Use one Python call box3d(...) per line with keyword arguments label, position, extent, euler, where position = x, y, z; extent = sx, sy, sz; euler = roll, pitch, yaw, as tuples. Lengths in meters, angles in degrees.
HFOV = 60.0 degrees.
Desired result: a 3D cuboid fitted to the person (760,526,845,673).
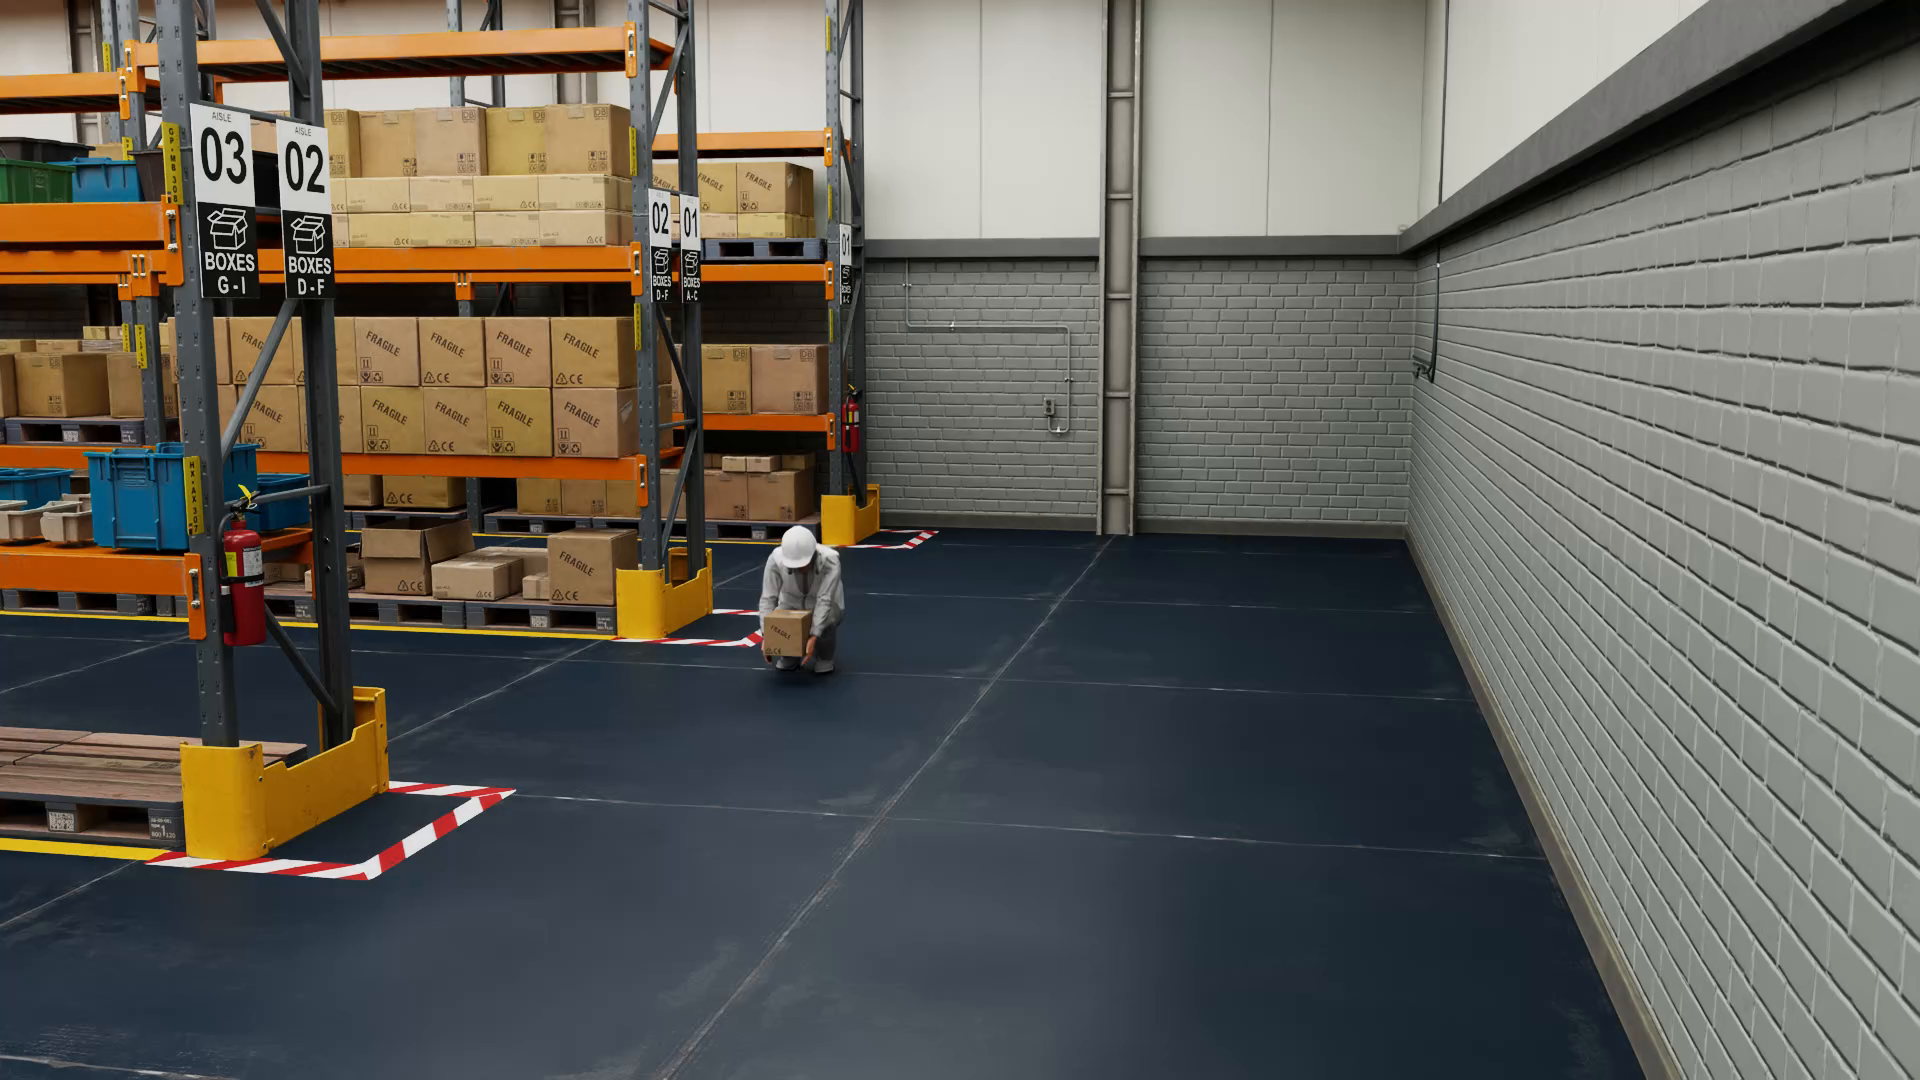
box3d(label="person", position=(-1.019, 0.374, 10.847), extent=(0.527, 1.010, 0.863), euler=(2, 8, 11))
